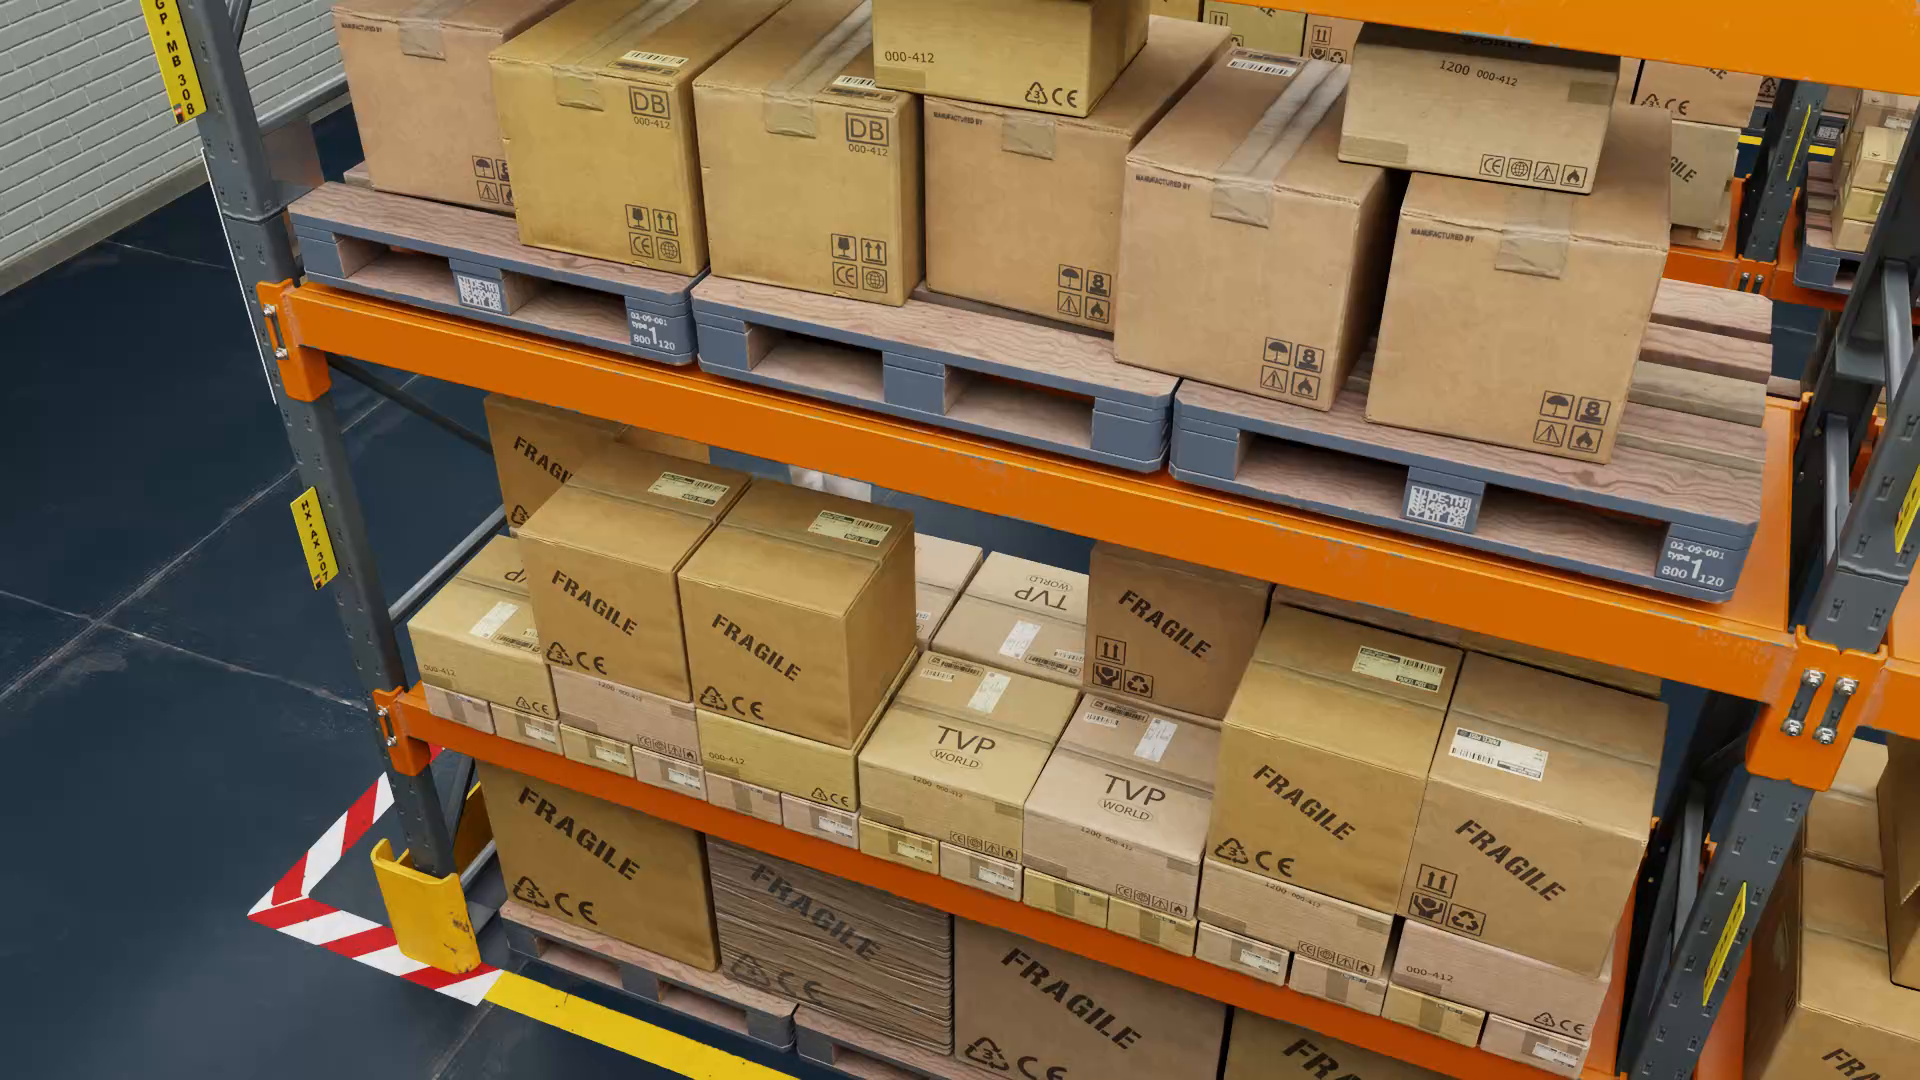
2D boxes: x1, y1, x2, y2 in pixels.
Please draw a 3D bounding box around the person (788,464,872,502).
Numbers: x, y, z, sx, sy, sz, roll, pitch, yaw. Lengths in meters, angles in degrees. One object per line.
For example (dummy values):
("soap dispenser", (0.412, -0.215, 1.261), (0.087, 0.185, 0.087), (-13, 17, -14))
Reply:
("person", (-0.582, -0.076, 7.085), (0.420, 1.592, 0.649), (13, 39, 16))
